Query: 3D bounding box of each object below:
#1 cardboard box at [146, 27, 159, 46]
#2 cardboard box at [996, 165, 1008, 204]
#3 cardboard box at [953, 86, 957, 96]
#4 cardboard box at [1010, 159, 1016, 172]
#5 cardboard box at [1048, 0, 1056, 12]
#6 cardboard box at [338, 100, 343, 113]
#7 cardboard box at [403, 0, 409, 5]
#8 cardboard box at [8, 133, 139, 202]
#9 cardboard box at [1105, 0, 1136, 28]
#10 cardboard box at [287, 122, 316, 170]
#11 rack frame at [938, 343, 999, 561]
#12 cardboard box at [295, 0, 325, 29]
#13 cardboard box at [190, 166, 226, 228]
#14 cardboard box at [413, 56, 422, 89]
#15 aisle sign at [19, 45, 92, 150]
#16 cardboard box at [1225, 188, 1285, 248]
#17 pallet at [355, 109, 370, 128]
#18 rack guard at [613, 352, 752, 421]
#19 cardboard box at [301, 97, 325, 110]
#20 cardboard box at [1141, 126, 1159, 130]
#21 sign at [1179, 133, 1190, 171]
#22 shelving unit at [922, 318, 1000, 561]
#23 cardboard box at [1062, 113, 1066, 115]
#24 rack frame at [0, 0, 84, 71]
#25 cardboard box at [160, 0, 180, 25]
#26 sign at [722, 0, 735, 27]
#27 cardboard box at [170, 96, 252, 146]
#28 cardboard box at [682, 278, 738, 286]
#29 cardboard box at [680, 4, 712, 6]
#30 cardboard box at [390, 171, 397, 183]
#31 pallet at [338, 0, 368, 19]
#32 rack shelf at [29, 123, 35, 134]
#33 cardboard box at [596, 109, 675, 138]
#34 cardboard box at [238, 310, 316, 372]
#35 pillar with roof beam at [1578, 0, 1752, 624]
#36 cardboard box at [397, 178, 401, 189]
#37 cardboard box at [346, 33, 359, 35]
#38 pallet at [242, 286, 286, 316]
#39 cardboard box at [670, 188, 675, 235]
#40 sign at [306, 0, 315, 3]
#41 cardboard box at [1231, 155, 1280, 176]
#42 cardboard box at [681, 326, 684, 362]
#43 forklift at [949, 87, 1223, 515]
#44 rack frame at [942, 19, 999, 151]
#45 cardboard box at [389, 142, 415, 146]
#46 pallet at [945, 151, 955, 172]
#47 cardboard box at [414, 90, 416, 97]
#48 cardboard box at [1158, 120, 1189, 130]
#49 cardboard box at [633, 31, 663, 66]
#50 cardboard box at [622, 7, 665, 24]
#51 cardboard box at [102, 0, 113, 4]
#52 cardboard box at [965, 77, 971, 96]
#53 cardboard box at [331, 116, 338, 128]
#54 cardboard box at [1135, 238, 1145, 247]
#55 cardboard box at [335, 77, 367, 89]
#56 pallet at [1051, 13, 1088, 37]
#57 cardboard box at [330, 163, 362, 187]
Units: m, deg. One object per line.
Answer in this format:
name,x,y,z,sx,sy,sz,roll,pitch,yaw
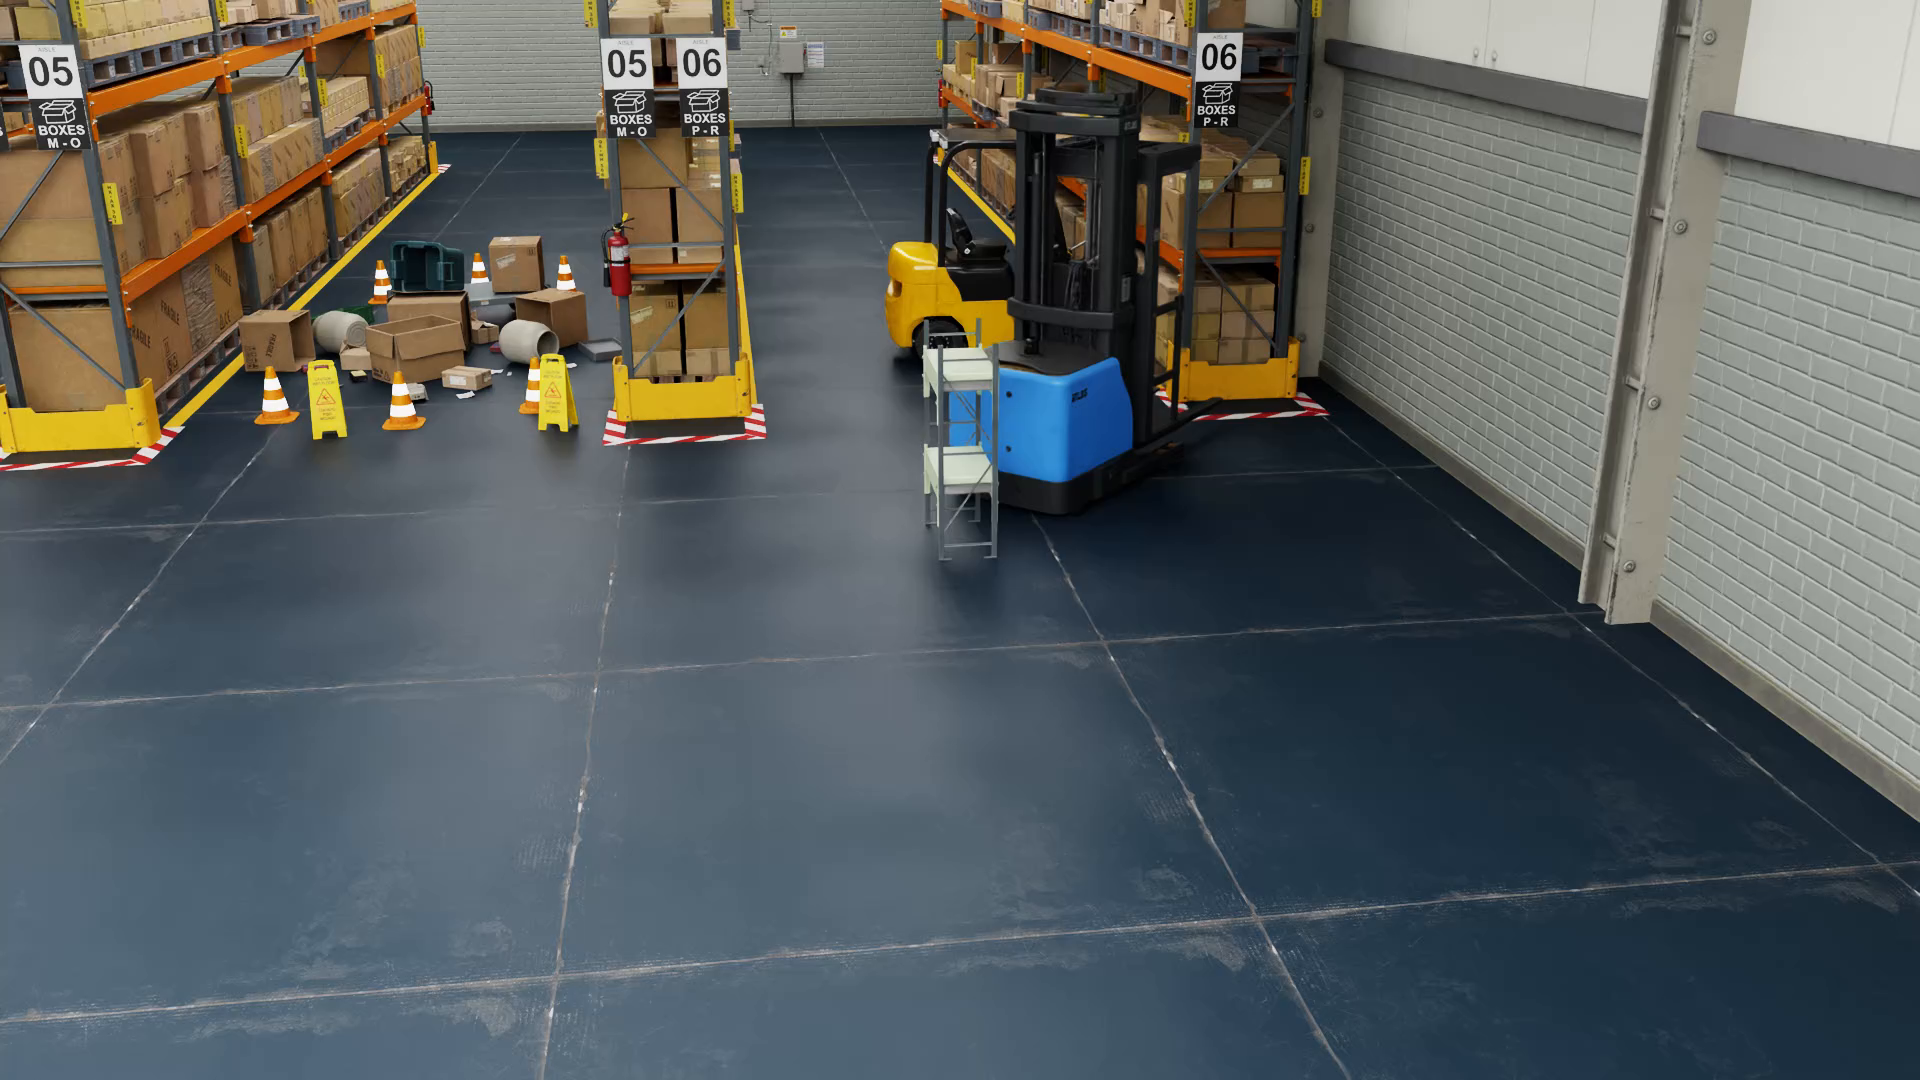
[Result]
cardboard box,-7.258,-4.403,14.547,0.380,0.149,0.250,-3,21,-7
cardboard box,0.829,-5.213,24.360,0.500,0.500,0.500,-4,21,-10
cardboard box,0.095,-7.594,28.121,0.380,0.149,0.250,-4,21,-9
cardboard box,0.920,-5.373,23.859,0.380,0.149,0.250,-3,21,-9
cardboard box,1.345,-6.598,19.923,0.500,0.500,0.500,-2,21,-6
cardboard box,-8.518,-5.824,22.355,0.380,0.149,0.250,-3,21,-8
cardboard box,-9.205,-8.766,26.828,0.500,0.250,0.500,-3,21,-8
cardboard box,-7.492,-3.105,13.984,0.875,0.550,0.550,-3,21,-8
cardboard box,1.791,-5.440,17.092,0.500,0.311,0.500,-2,21,-7
cardboard box,-8.059,-4.714,19.907,0.500,0.500,0.500,-3,21,-8
rack frame,0.054,-0.574,11.108,0.400,1.500,0.023,-3,21,-8
cardboard box,-8.279,-6.645,20.791,0.500,0.500,0.500,-3,21,-8
cardboard box,-7.716,-3.351,16.187,0.875,0.550,0.550,-3,21,-8
cardboard box,-9.293,-7.796,27.733,0.500,0.500,0.500,-2,21,-7
aisle sign,-6.999,-3.421,12.872,0.394,0.787,0.004,-3,21,-8
cardboard box,2.692,-2.981,15.267,0.500,0.500,0.500,-2,21,-6
pallet,-9.070,-6.005,23.782,1.003,0.211,1.213,-3,21,-8
rack guard,-2.434,-1.352,14.622,1.175,0.500,0.348,-3,21,-8
cardboard box,-8.376,-5.603,21.338,0.380,0.149,0.250,-3,21,-9
cardboard box,1.837,-4.142,17.023,0.380,0.149,0.250,-3,21,-9
sign,1.950,-3.379,14.484,0.100,0.325,0.005,-3,21,-8
shelving unit,0.001,-0.700,11.448,0.431,1.500,0.755,-3,21,-8
cardboard box,1.430,-5.032,19.832,0.380,0.149,0.250,-3,21,-7
rack frame,-7.306,-5.023,12.303,1.000,3.000,0.127,-3,21,-8
cardboard box,-7.415,-4.809,15.064,0.500,0.250,0.500,-3,21,-8
sign,-1.886,-4.339,13.510,0.100,0.325,0.005,-3,21,-8
cardboard box,-8.037,-4.462,17.804,0.700,0.500,0.500,-3,21,-9
cardboard box,-2.349,-2.239,15.682,0.500,0.500,0.500,-4,21,-10
cardboard box,-2.420,-4.912,15.513,0.380,0.149,0.250,-3,21,-7
cardboard box,-8.772,-5.509,25.229,0.380,0.149,0.250,-2,21,-5
pallet,-9.053,-7.465,23.398,1.213,0.211,1.003,-3,21,-8
rack shelf,-14.247,-6.507,25.880,1.077,0.370,4.000,-3,21,-8
cardboard box,-2.953,-3.664,15.243,0.700,0.500,0.500,-3,21,-8
cardboard box,-6.644,-1.942,16.197,0.500,0.500,0.500,1,20,2
pillar with roof beam,-0.115,-3.551,8.362,9.100,9.000,0.400,-3,21,-8
cardboard box,-8.809,-5.463,25.529,0.380,0.149,0.250,-2,21,-6
cardboard box,-9.511,-7.527,25.586,0.500,0.500,0.500,-2,21,-6
pallet,-8.069,-2.554,18.253,1.003,0.211,1.213,-3,21,-8
cardboard box,-2.841,-3.031,14.975,0.500,0.500,0.500,-3,21,-8
sign,-7.909,-6.692,20.206,0.100,0.325,0.005,-3,21,-8
cardboard box,2.652,-3.366,14.945,0.380,0.149,0.250,-3,21,-9
cardboard box,-2.872,-1.852,15.716,0.500,0.250,0.500,-3,21,-8
forklift,1.148,-2.015,12.922,1.130,2.935,3.031,13,24,32
rack frame,0.182,-8.288,29.620,1.000,3.000,0.127,-3,21,-8
cardboard box,-9.169,-6.455,27.337,0.380,0.149,0.250,-4,21,-10
pallet,0.309,-6.680,29.299,1.003,0.211,1.213,-3,21,-8
cardboard box,-9.287,-7.448,27.729,0.380,0.149,0.250,-3,21,-8
cardboard box,2.304,-4.348,17.576,0.380,0.149,0.250,-3,21,-8
cardboard box,-2.763,-4.135,14.002,0.500,0.250,0.500,-3,21,-8
cardboard box,-2.843,-4.706,14.962,0.380,0.149,0.250,-4,21,-9
cardboard box,-7.112,-4.424,13.463,0.380,0.149,0.250,-3,21,-9
cardboard box,0.357,-7.309,26.788,0.500,0.250,0.500,-3,21,-8
cardboard box,-8.443,-5.506,21.930,0.380,0.149,0.250,-2,21,-5
cardboard box,1.818,-2.978,17.303,0.500,0.250,0.500,-2,21,-6
cardboard box,-8.785,-6.596,23.997,0.380,0.149,0.250,-2,21,-5
pallet,1.686,-6.218,20.059,1.003,0.211,1.213,-2,21,-5
cardboard box,-8.451,-4.958,22.603,0.500,0.250,0.500,-3,21,-7
